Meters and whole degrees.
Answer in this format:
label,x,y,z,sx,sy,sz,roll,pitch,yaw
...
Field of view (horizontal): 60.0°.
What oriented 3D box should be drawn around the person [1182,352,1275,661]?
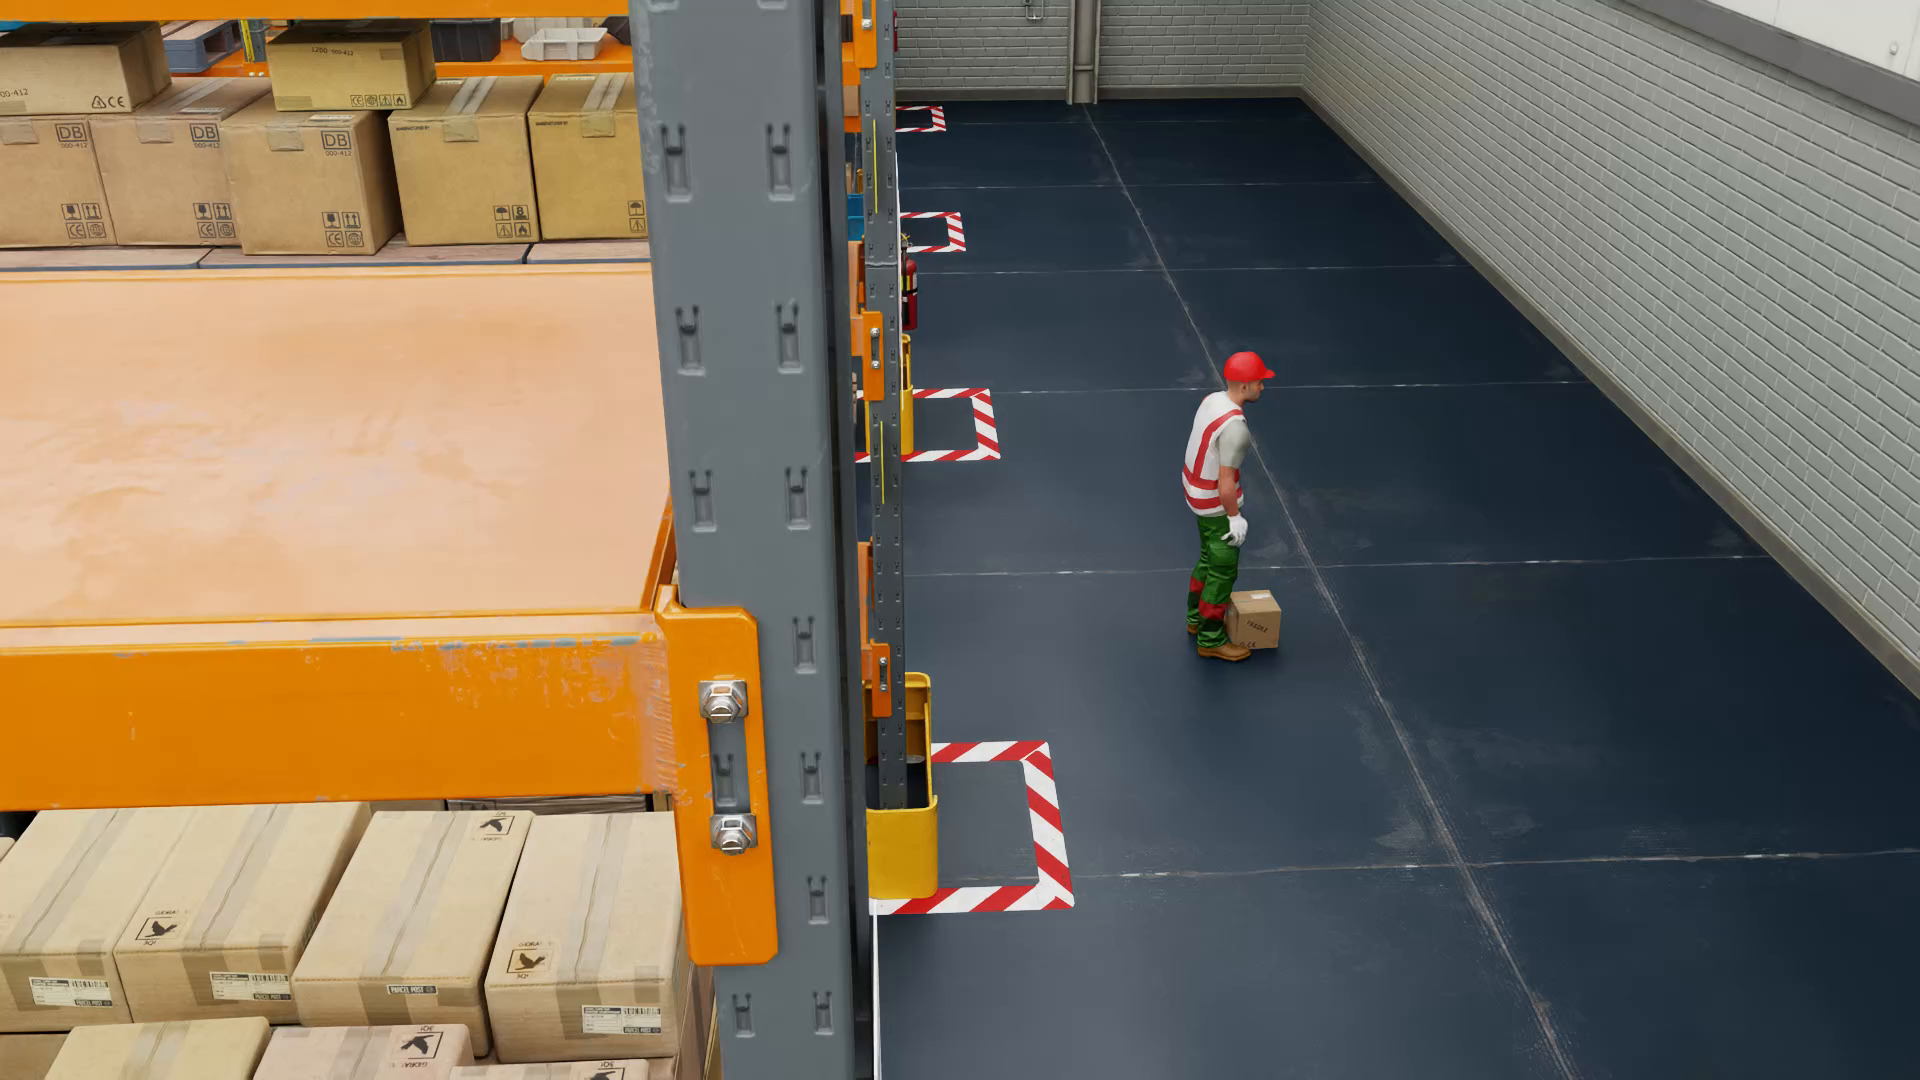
label,x,y,z,sx,sy,sz,roll,pitch,yaw
person,1.488,-0.209,9.368,0.456,1.778,0.617,-2,27,-3
